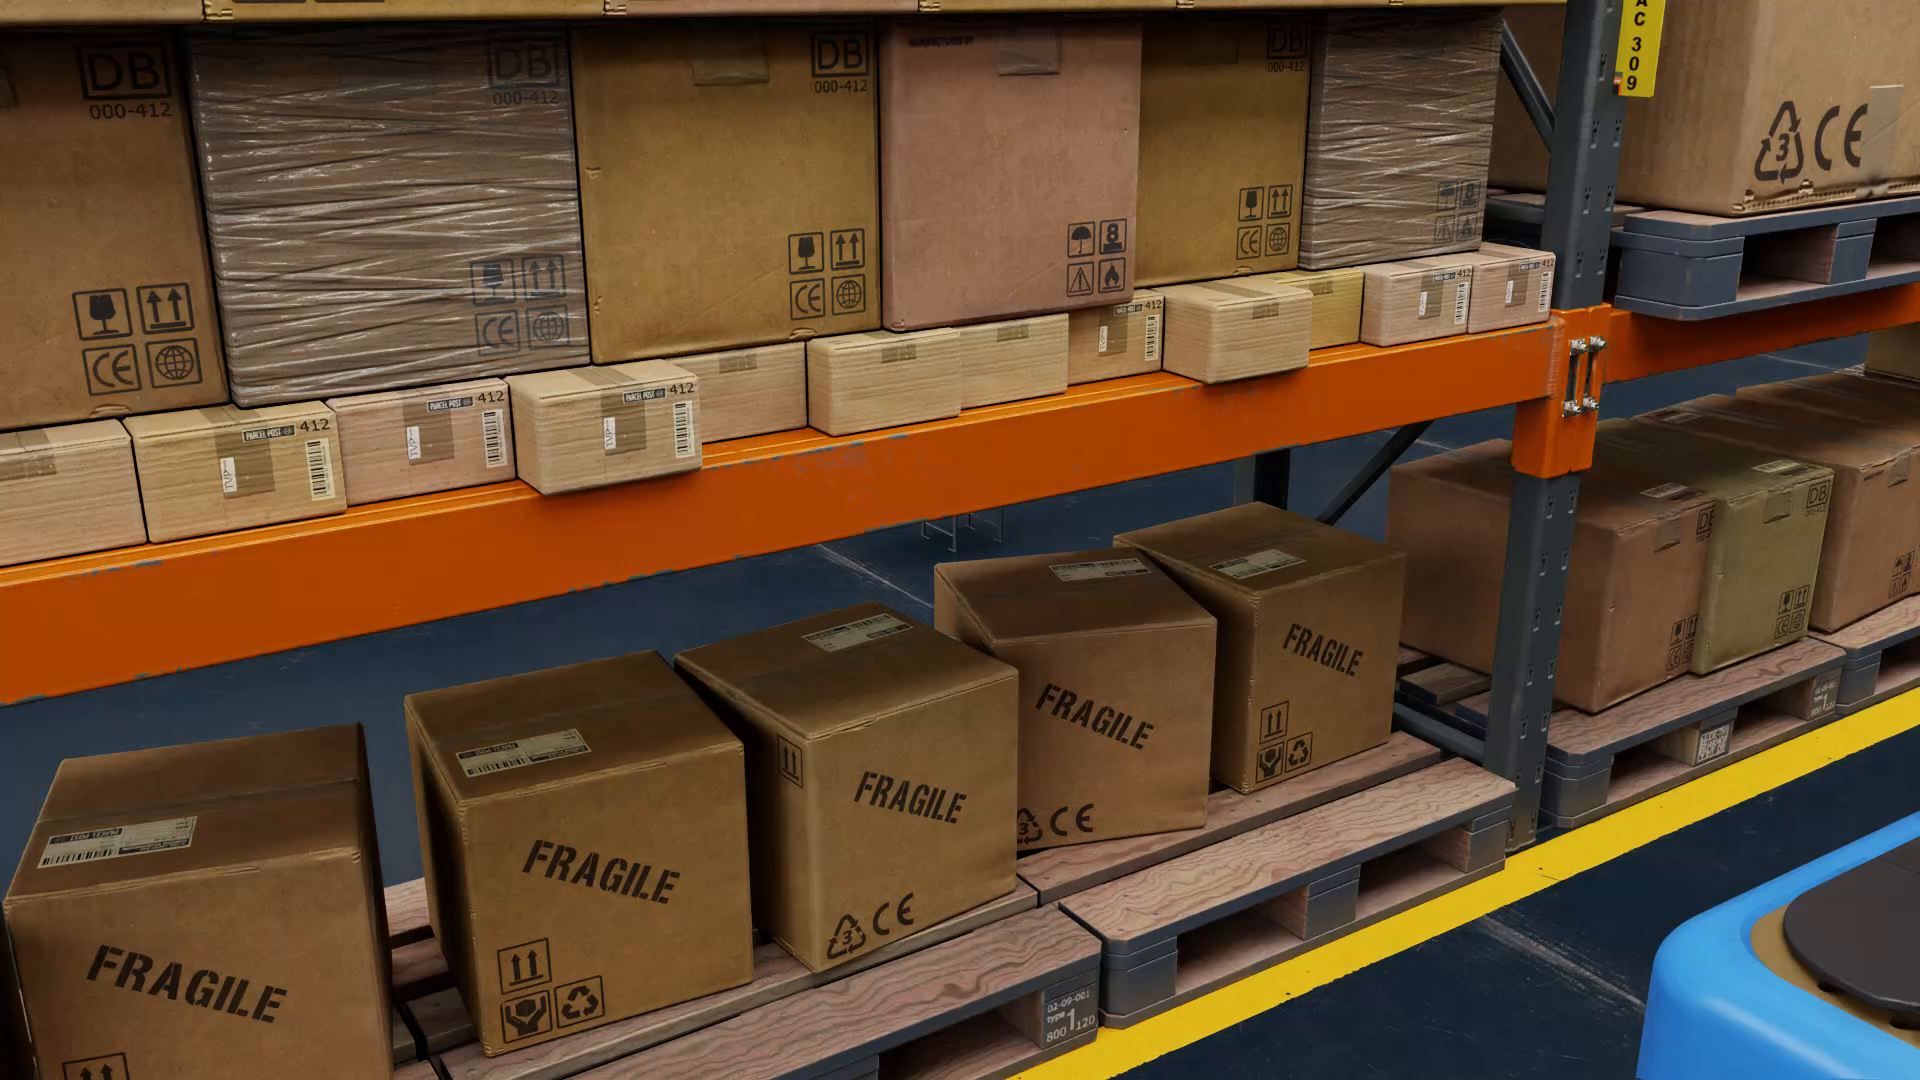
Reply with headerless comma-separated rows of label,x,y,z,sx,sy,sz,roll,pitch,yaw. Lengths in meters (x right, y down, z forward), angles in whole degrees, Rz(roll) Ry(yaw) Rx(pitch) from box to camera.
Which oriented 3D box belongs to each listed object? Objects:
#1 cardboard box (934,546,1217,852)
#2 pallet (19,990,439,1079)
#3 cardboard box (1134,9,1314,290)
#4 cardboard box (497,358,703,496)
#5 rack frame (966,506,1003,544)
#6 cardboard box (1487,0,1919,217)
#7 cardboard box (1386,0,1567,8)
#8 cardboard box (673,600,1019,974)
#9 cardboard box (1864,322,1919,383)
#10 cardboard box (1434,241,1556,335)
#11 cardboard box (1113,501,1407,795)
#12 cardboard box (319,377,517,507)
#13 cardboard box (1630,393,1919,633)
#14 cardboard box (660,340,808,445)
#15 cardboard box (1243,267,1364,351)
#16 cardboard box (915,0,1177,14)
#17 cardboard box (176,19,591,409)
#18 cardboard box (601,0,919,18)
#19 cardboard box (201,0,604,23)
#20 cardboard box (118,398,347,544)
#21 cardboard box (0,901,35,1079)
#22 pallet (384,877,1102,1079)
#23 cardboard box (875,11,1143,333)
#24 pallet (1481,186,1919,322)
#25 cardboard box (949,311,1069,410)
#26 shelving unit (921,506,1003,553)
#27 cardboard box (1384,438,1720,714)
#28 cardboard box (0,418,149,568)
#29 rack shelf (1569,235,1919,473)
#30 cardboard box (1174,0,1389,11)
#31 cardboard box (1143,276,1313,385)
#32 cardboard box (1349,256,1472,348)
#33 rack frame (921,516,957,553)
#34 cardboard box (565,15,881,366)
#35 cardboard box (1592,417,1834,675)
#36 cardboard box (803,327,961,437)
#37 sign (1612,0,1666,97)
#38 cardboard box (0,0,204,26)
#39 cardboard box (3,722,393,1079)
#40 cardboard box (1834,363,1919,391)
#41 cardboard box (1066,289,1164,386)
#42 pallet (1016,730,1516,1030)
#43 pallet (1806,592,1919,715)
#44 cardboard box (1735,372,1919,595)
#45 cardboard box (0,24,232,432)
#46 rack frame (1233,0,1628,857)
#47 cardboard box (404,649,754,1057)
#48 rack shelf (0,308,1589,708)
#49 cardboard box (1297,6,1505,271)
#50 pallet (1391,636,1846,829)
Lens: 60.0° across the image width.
cardboard box,0.244,0.347,3.783,0.500,0.500,0.500,-5,19,-14
pallet,-1.505,1.077,2.728,1.213,0.211,1.003,-12,22,-31
cardboard box,0.228,-0.848,3.449,0.500,0.500,0.875,-12,22,-31
cardboard box,-0.591,-0.202,2.552,0.250,0.149,0.380,-12,22,-31
rack frame,0.092,-0.446,6.158,0.006,0.900,0.240,-12,22,-31
cardboard box,1.815,-1.387,4.071,1.000,1.000,1.000,-12,22,-31
cardboard box,0.850,-1.310,3.255,0.500,0.500,0.500,-12,22,-31
cardboard box,-0.231,0.477,3.397,0.500,0.500,0.500,-14,23,-36
cardboard box,3.435,-0.663,5.568,0.500,0.250,0.500,-9,21,-25
cardboard box,1.057,-0.566,3.627,0.250,0.149,0.380,-12,22,-31
cardboard box,0.719,0.244,4.087,0.500,0.500,0.500,-13,22,-33
cardboard box,-0.857,-0.186,2.504,0.250,0.149,0.380,-12,22,-31
cardboard box,2.475,-0.105,5.089,0.500,0.500,0.700,-14,23,-36
cardboard box,-0.455,-0.282,2.787,0.250,0.149,0.380,-12,22,-31
cardboard box,0.601,-0.496,3.421,0.250,0.149,0.380,-12,22,-31
cardboard box,0.015,-1.134,2.734,0.500,0.500,0.500,-12,22,-31
cardboard box,-0.999,-0.571,2.630,0.500,0.500,0.875,-12,22,-31
cardboard box,-0.404,-1.047,2.476,0.500,0.500,0.500,-12,22,-31
cardboard box,-0.818,-0.957,2.211,0.500,0.500,0.500,-12,22,-31
cardboard box,-1.050,-0.135,2.352,0.250,0.149,0.380,-12,22,-31
cardboard box,-1.735,0.783,2.492,0.500,0.500,0.500,-8,20,-21
pallet,-0.487,0.864,3.360,1.213,0.211,1.003,-12,22,-31
cardboard box,-0.134,-0.733,3.109,0.500,0.500,0.875,-12,22,-31
pallet,1.793,-0.806,4.245,1.213,0.211,1.003,-12,22,-31
cardboard box,-0.014,-0.359,3.015,0.250,0.149,0.380,-12,22,-31
shelving unit,0.007,-0.428,6.105,0.210,0.900,0.258,-12,22,-31
cardboard box,1.599,0.072,4.564,0.500,0.500,0.700,-14,23,-36
cardboard box,-1.263,-0.093,2.227,0.250,0.149,0.380,-12,22,-31
rack shelf,2.745,-0.813,5.088,4.000,0.370,1.077,-12,22,-31
cardboard box,0.433,-1.222,2.993,0.500,0.500,0.500,-12,22,-31
cardboard box,0.454,-0.422,3.203,0.250,0.149,0.380,-12,22,-31
cardboard box,0.843,-0.524,3.504,0.250,0.149,0.380,-12,22,-31
rack frame,-0.078,-0.410,6.052,0.006,0.900,0.240,-12,22,-31
cardboard box,-0.575,-0.656,2.881,0.500,0.500,0.875,-12,22,-31
cardboard box,2.008,-0.007,4.797,0.500,0.500,0.700,-12,22,-32
cardboard box,-0.204,-0.305,2.857,0.250,0.149,0.380,-12,22,-31
sign,1.380,-1.067,3.367,0.005,0.325,0.100,-12,22,-31
cardboard box,-1.235,-0.869,1.949,0.500,0.500,0.500,-12,22,-31
cardboard box,-1.255,0.669,2.831,0.500,0.500,0.500,-6,20,-17
cardboard box,3.411,-0.305,5.681,0.500,0.500,0.700,-14,23,-36
cardboard box,0.172,-0.414,3.177,0.250,0.149,0.380,-12,22,-31
pallet,0.533,0.648,4.000,1.213,0.211,1.003,-12,22,-31
pallet,2.744,0.166,5.424,1.213,0.211,1.003,-12,22,-31
cardboard box,2.941,-0.204,5.380,0.500,0.500,0.700,-10,21,-27
cardboard box,-1.440,-0.495,2.404,0.500,0.500,0.875,-12,22,-31
rack frame,1.075,-0.801,3.931,0.127,3.000,1.000,-12,22,-31
cardboard box,-0.722,0.563,3.142,0.500,0.500,0.500,-10,21,-26
rack shelf,-0.596,-0.108,3.004,4.000,0.370,1.077,-12,22,-31
cardboard box,0.665,-0.927,3.682,0.500,0.500,0.875,-12,22,-31
pallet,1.724,0.382,4.784,1.213,0.211,1.003,-12,22,-31
